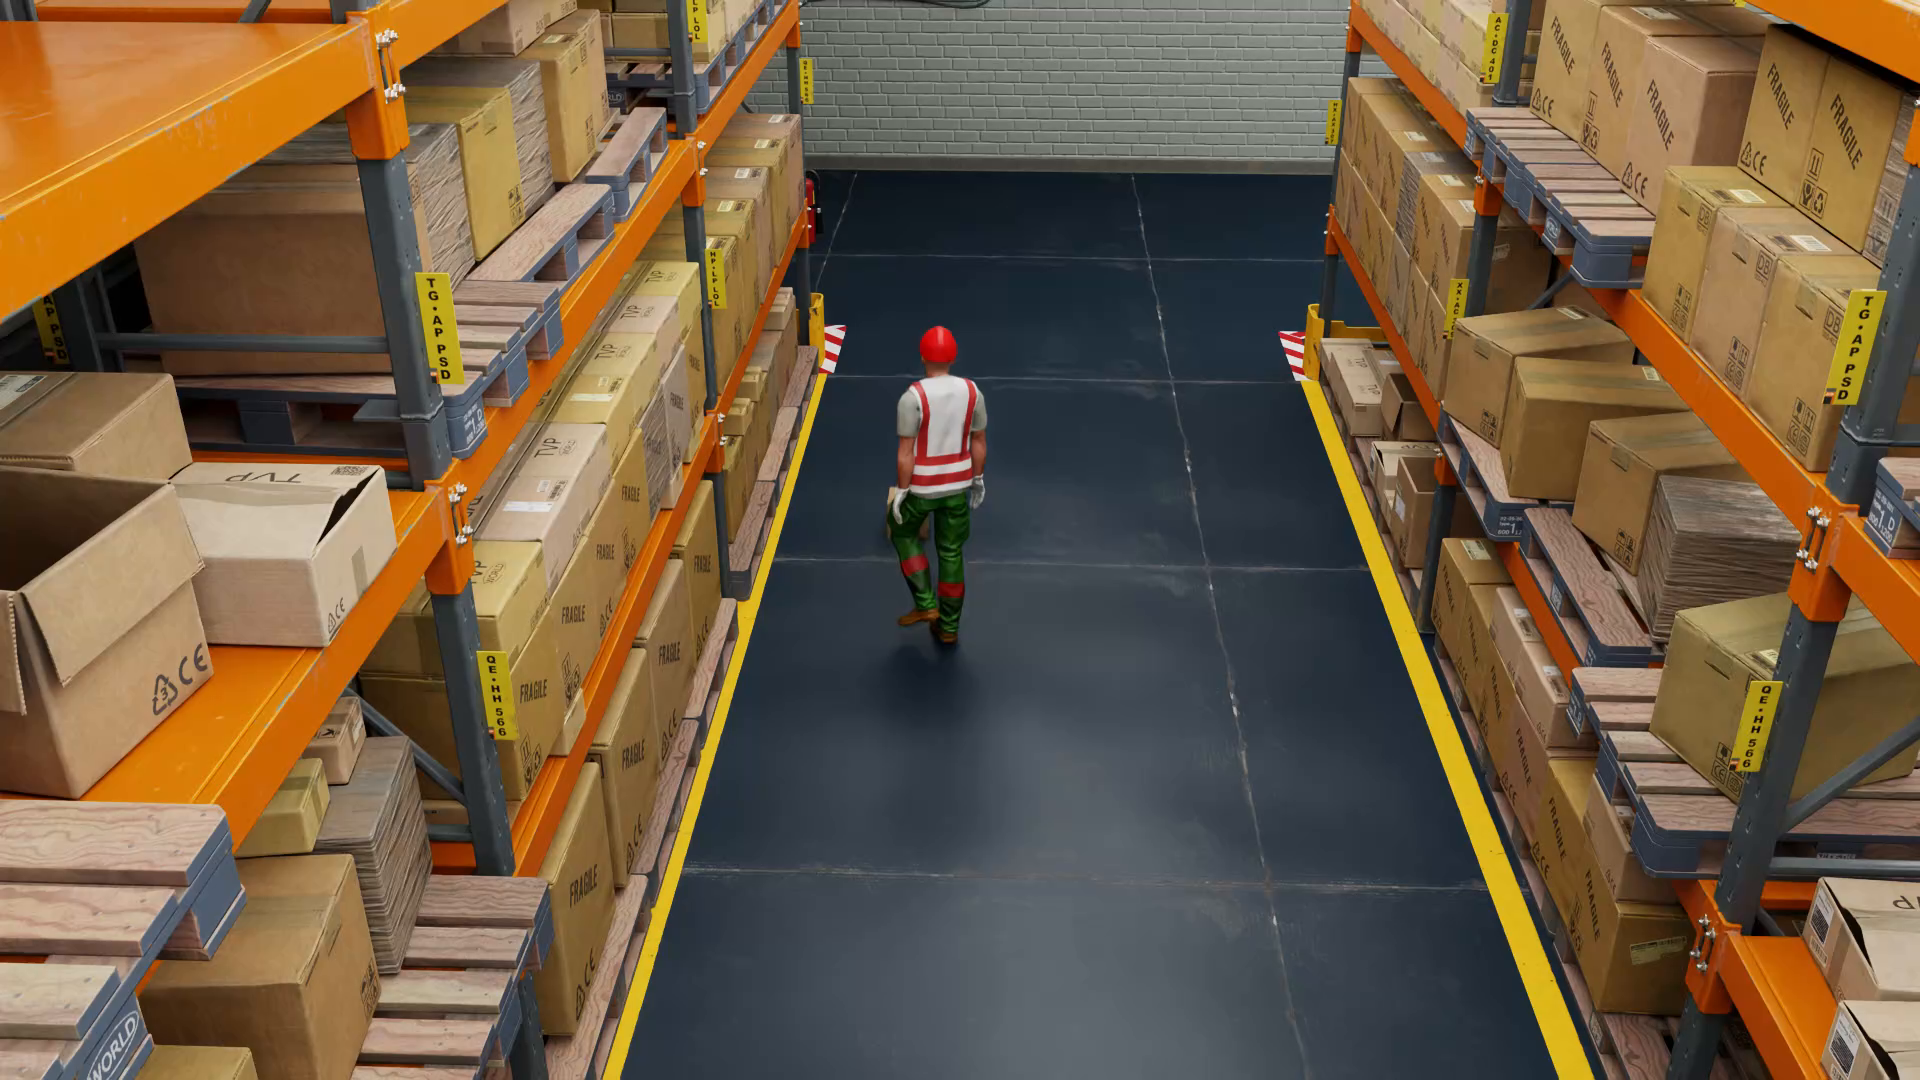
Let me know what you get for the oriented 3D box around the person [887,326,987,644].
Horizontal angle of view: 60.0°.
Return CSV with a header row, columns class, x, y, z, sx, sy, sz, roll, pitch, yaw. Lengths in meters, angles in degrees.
class,x,y,z,sx,sy,sz,roll,pitch,yaw
person,-0.128,-0.299,9.128,0.582,1.773,0.467,-10,29,-18
